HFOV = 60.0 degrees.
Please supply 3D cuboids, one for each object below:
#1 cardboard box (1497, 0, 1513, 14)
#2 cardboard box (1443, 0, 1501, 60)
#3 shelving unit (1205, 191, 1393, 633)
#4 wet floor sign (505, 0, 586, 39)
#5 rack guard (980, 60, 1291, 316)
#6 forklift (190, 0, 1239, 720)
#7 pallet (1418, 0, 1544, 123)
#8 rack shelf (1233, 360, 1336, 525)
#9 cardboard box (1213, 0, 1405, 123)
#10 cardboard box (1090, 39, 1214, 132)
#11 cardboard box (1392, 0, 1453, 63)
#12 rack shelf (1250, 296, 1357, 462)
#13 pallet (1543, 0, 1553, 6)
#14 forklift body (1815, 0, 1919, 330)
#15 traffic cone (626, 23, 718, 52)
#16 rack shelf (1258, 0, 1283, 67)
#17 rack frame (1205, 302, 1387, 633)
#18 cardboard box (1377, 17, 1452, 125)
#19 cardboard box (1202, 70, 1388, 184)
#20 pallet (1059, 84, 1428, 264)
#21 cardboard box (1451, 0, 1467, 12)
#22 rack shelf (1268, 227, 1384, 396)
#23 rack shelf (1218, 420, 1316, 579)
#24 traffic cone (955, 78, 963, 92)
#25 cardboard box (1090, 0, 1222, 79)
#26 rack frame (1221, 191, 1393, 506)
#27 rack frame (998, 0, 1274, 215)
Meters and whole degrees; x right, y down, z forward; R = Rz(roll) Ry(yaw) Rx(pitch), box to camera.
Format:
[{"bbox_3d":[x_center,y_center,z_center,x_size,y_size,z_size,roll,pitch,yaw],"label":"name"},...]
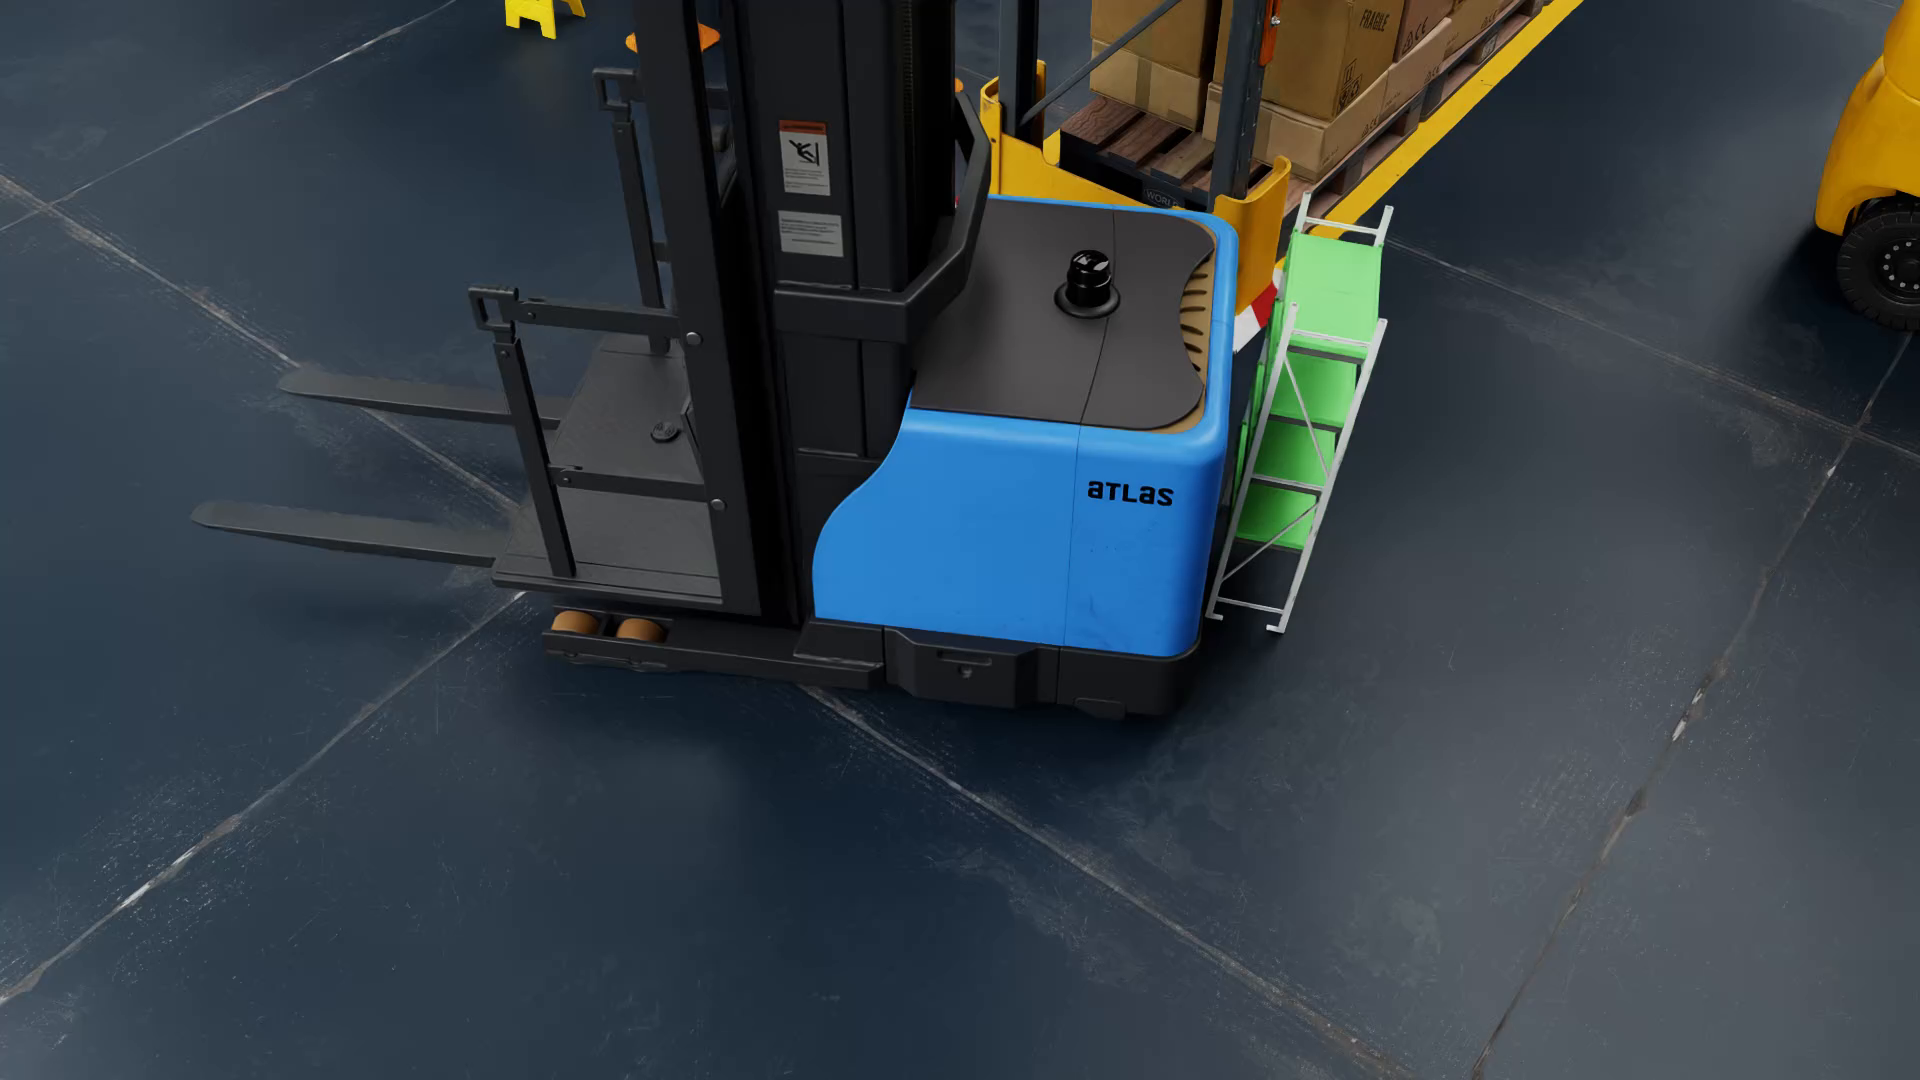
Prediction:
[{"bbox_3d":[2.235,-2.561,7.233,0.500,0.250,0.500,30,53,26],"label":"cardboard box"},{"bbox_3d":[1.924,-2.273,6.958,0.500,0.250,0.500,33,54,27],"label":"cardboard box"},{"bbox_3d":[0.947,-0.329,4.723,0.258,1.200,0.503,11,47,5],"label":"shelving unit"},{"bbox_3d":[-1.859,-2.558,7.247,0.267,0.644,0.232,21,50,19],"label":"wet floor sign"},{"bbox_3d":[0.617,-1.312,6.158,1.175,0.500,0.348,29,53,25],"label":"rack guard"},{"bbox_3d":[-0.772,-0.997,4.175,3.031,2.935,1.130,6,47,6],"label":"forklift"},{"bbox_3d":[1.888,-2.357,7.355,1.003,0.211,1.213,29,53,25],"label":"pallet"},{"bbox_3d":[0.943,-0.286,4.769,0.258,0.148,0.480,11,47,5],"label":"rack shelf"},{"bbox_3d":[1.297,-1.940,6.121,0.500,0.500,0.500,28,52,24],"label":"cardboard box"},{"bbox_3d":[0.867,-1.923,6.623,0.500,0.250,0.500,29,53,25],"label":"cardboard box"},{"bbox_3d":[1.613,-2.241,6.409,0.500,0.500,0.500,27,52,24],"label":"cardboard box"},{"bbox_3d":[0.960,-0.449,4.594,0.258,0.148,0.480,11,47,5],"label":"rack shelf"},{"bbox_3d":[2.634,-3.058,8.025,1.003,0.211,1.213,29,53,25],"label":"pallet"},{"bbox_3d":[4.216,-1.538,5.232,2.313,2.155,1.214,29,53,25],"label":"forklift body"},{"bbox_3d":[-1.274,-2.368,7.192,0.336,0.463,0.334,29,53,25],"label":"traffic cone"},{"bbox_3d":[1.793,-3.028,6.566,1.077,0.370,4.000,29,53,25],"label":"rack shelf"},{"bbox_3d":[0.897,-0.157,4.558,0.240,1.200,0.015,11,47,5],"label":"rack frame"},{"bbox_3d":[1.601,-1.955,6.655,0.500,0.250,0.500,31,54,26],"label":"cardboard box"},{"bbox_3d":[1.283,-1.667,6.379,0.500,0.250,0.500,29,53,25],"label":"cardboard box"},{"bbox_3d":[1.142,-1.662,6.691,1.003,0.211,1.213,29,53,25],"label":"pallet"},{"bbox_3d":[1.926,-2.524,6.679,0.500,0.500,0.500,30,53,26],"label":"cardboard box"},{"bbox_3d":[0.976,-0.611,4.418,0.258,0.148,0.480,11,47,5],"label":"rack shelf"},{"bbox_3d":[0.926,-0.123,4.945,0.258,0.148,0.480,11,47,5],"label":"rack shelf"},{"bbox_3d":[-0.187,-2.072,6.909,0.336,0.463,0.334,29,53,25],"label":"traffic cone"},{"bbox_3d":[0.854,-2.160,6.332,0.500,0.500,0.500,30,53,25],"label":"cardboard box"},{"bbox_3d":[0.998,-0.502,4.888,0.240,1.200,0.015,11,47,5],"label":"rack frame"},{"bbox_3d":[0.571,-2.132,5.212,1.000,3.000,0.127,29,53,25],"label":"rack frame"}]
